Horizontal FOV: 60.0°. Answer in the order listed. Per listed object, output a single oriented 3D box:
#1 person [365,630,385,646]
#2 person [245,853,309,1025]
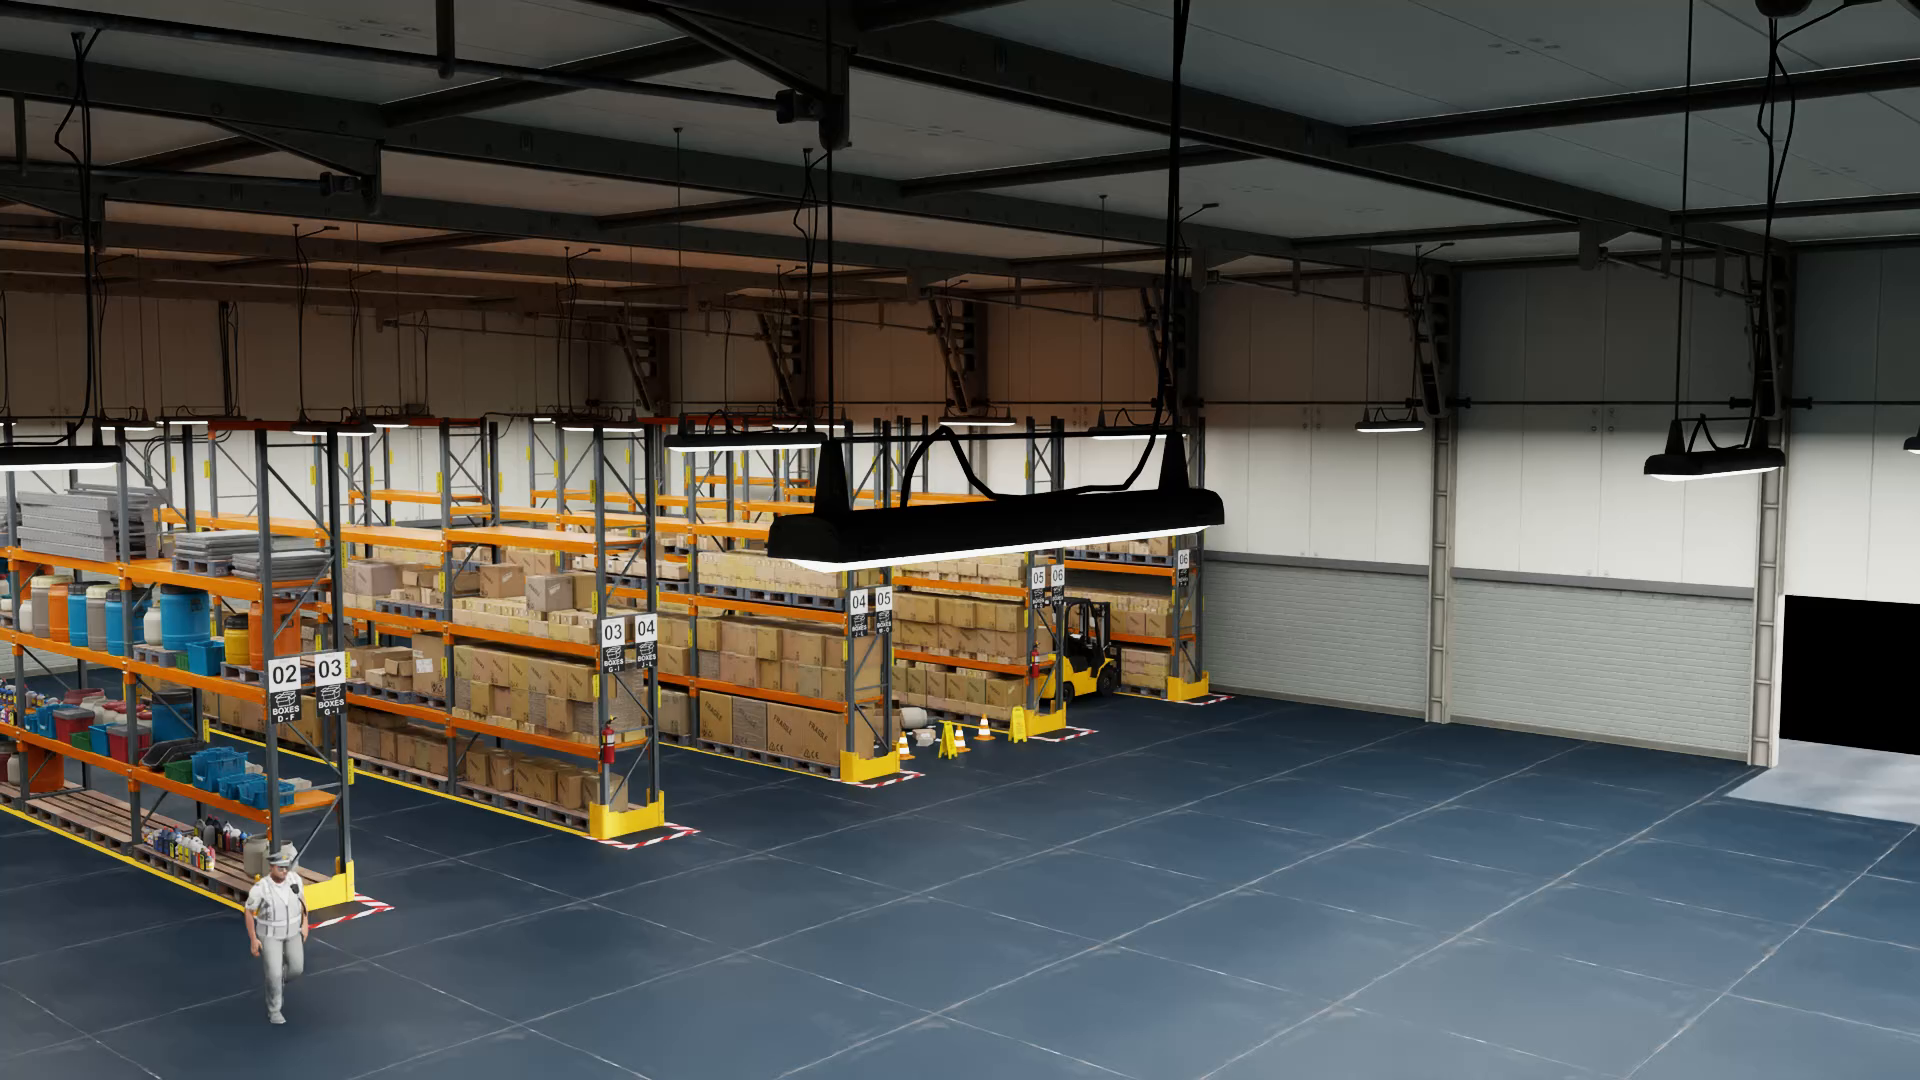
[{"bbox_3d":[-14.224,2.070,40.596,0.616,1.765,0.714,1,5,7],"label":"person"},{"bbox_3d":[-7.062,4.049,17.146,0.624,1.742,0.636,4,6,41],"label":"person"}]
